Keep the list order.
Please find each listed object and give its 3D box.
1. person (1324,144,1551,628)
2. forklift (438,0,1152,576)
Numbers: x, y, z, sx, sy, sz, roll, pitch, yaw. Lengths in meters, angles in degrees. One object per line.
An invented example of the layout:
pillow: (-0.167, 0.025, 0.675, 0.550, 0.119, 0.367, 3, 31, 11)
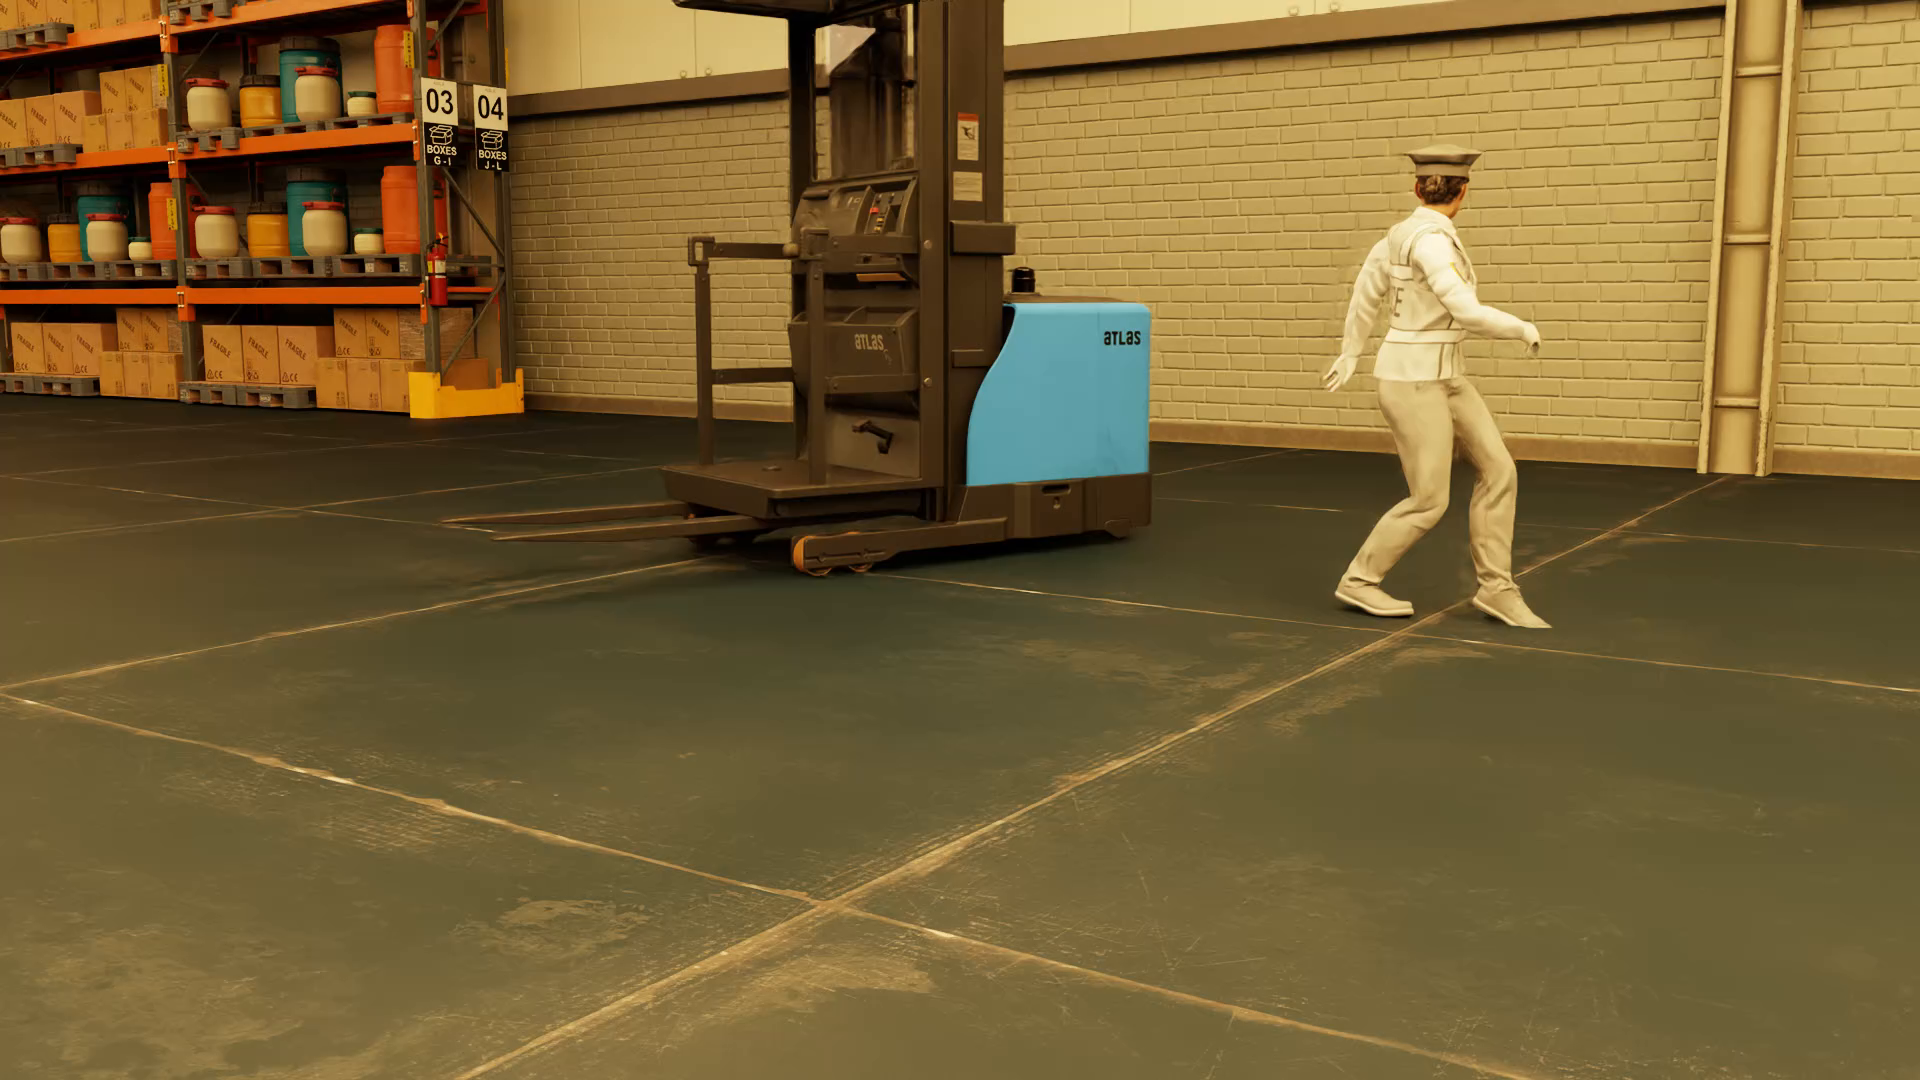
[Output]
person: (1.614, -0.507, 5.658, 0.850, 1.644, 0.527, 4, 9, 27)
forklift: (-0.627, -1.391, 6.972, 3.031, 2.935, 1.130, -6, 10, -34)
